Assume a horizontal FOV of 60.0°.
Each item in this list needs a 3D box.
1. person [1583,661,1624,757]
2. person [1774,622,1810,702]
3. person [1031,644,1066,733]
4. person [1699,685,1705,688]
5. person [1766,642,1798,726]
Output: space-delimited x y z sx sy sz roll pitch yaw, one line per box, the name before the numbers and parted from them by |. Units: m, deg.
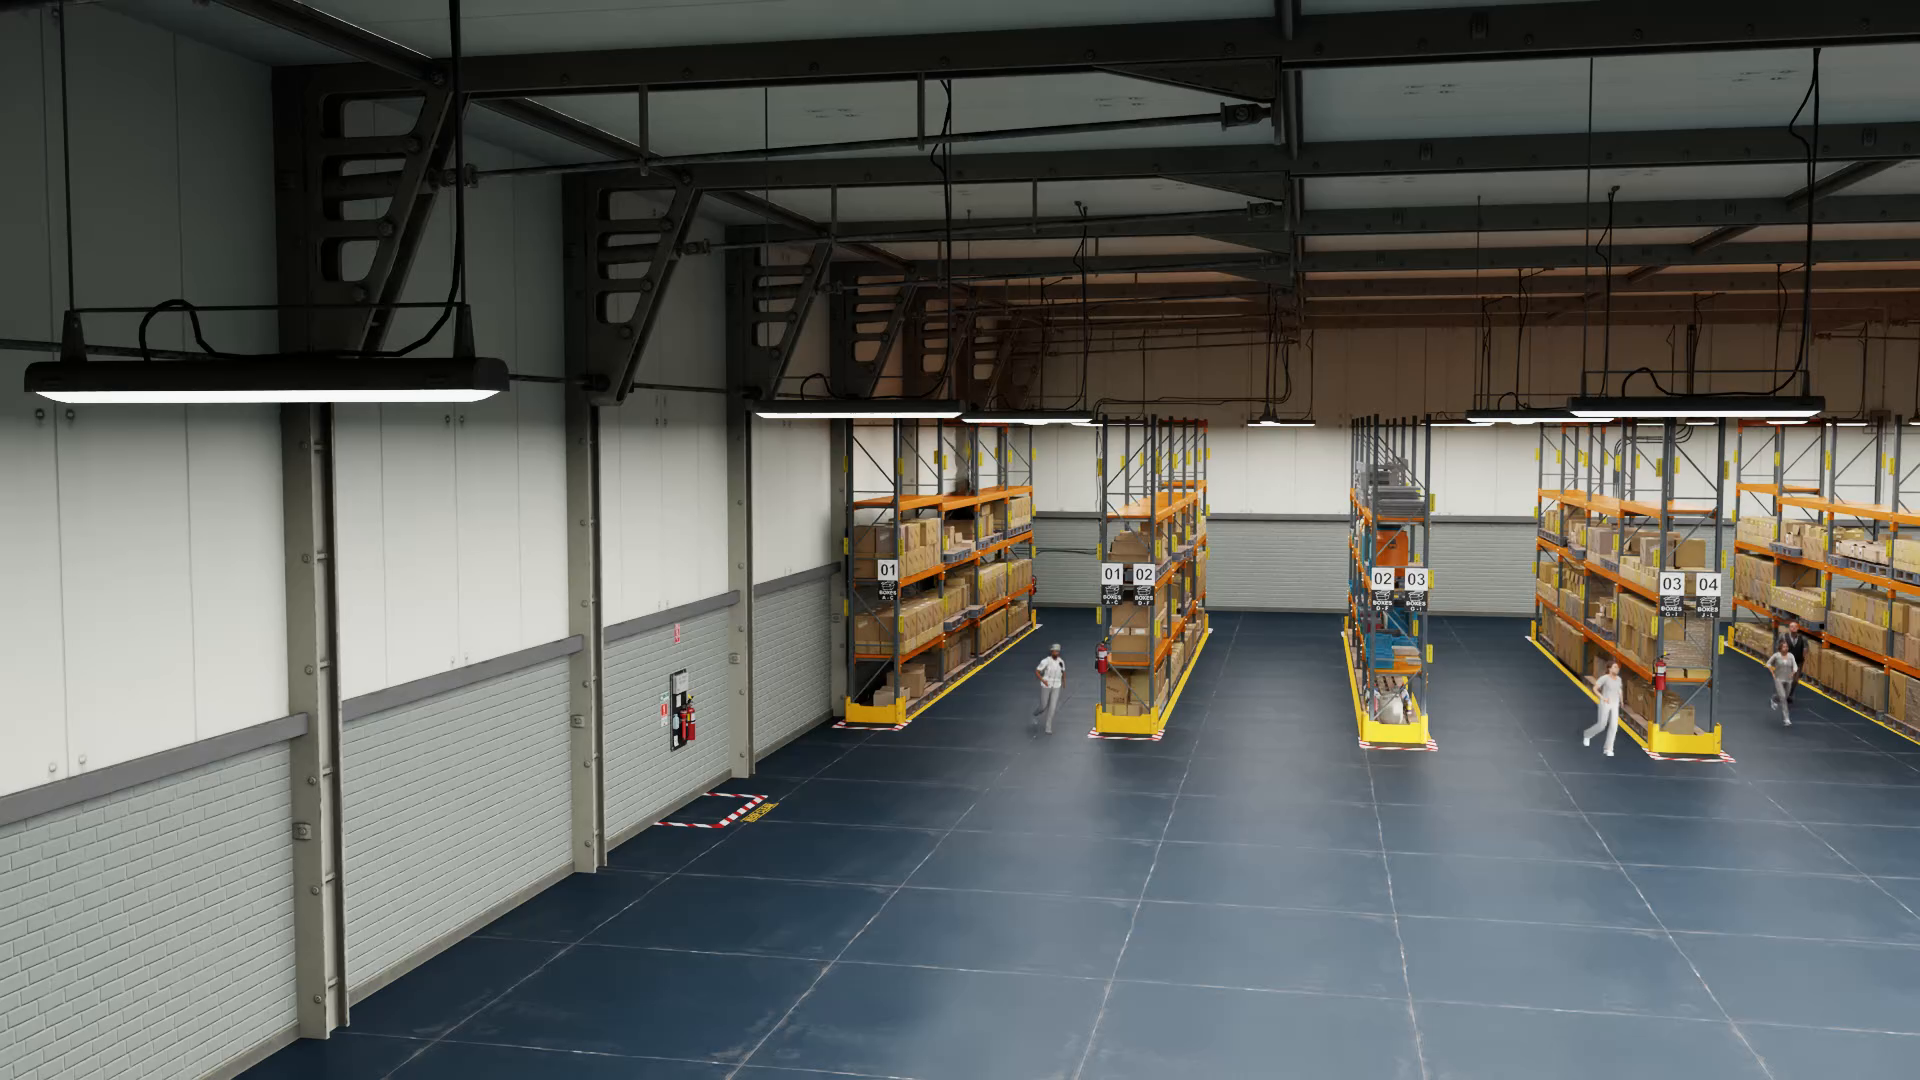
person | 11.486 2.952 29.380 0.624 1.615 0.884 -1 4 -11
person | 17.367 2.563 34.644 0.638 1.698 0.653 1 4 11
person | 1.750 2.791 31.600 0.641 1.649 0.836 -1 4 -16
person | 16.419 2.361 37.131 0.677 1.823 0.738 0 4 6
person | 16.099 2.776 32.532 0.508 1.591 0.998 0 4 2
